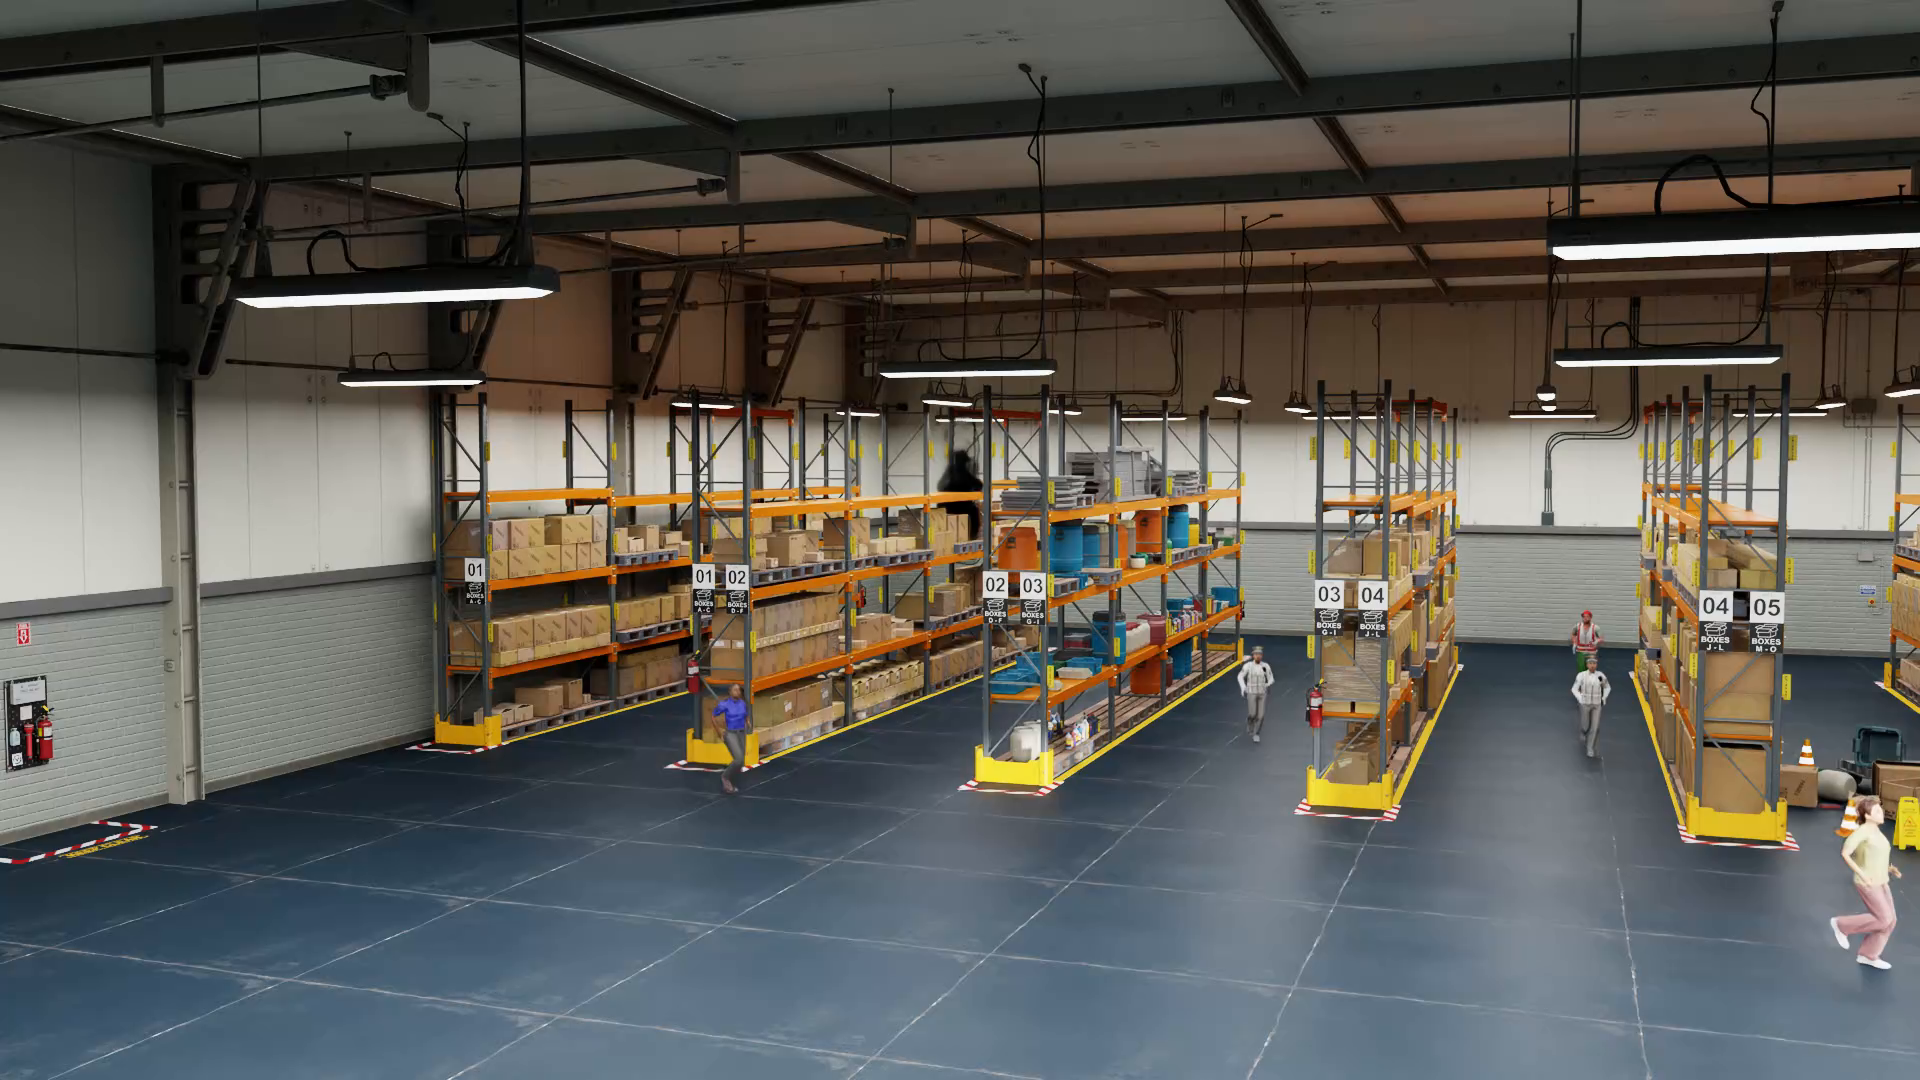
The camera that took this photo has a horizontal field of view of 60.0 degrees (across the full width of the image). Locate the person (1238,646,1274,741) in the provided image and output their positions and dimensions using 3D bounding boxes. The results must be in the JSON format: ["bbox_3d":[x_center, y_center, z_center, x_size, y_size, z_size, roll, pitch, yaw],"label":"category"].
[{"bbox_3d":[5.116,2.650,28.653,0.608,1.656,0.540,0,3,2],"label":"person"}]

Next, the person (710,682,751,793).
[{"bbox_3d":[-3.264,2.886,24.218,0.627,1.614,0.551,3,4,42],"label":"person"}]

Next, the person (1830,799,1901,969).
[{"bbox_3d":[8.834,3.339,16.214,0.586,1.611,0.555,-2,4,-38],"label":"person"}]

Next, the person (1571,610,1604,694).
[{"bbox_3d":[12.768,2.314,33.865,0.624,1.770,0.667,1,3,21],"label":"person"}]

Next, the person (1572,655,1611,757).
[{"bbox_3d":[10.420,2.711,27.430,0.617,1.661,0.742,1,3,14],"label":"person"}]
